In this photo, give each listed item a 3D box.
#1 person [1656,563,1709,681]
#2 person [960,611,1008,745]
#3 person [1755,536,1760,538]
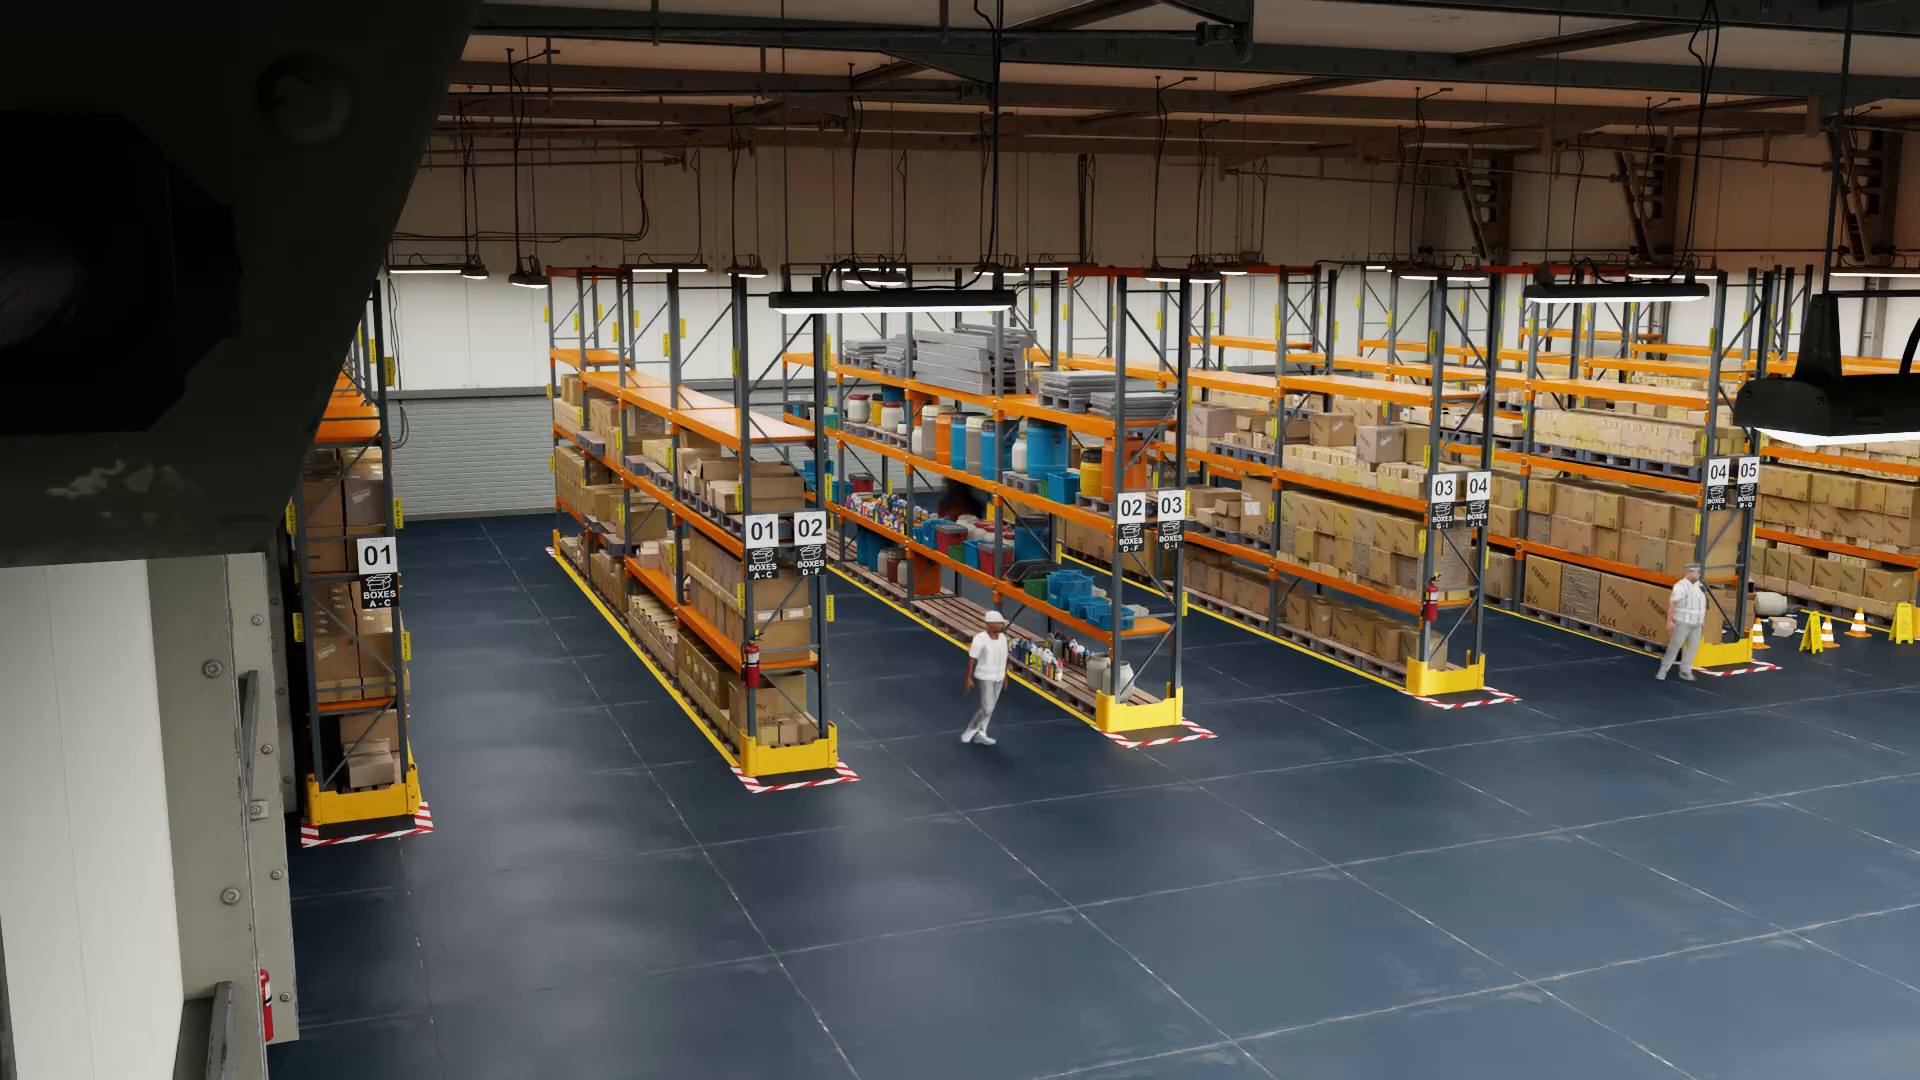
[{"bbox_3d":[10.719,1.234,24.672,0.710,1.818,0.478,-4,11,-22],"label":"person"},{"bbox_3d":[0.339,1.778,21.346,0.462,1.754,0.697,10,14,44],"label":"person"},{"bbox_3d":[15.857,-0.171,32.901,0.659,1.653,0.627,-5,11,-26],"label":"person"}]
